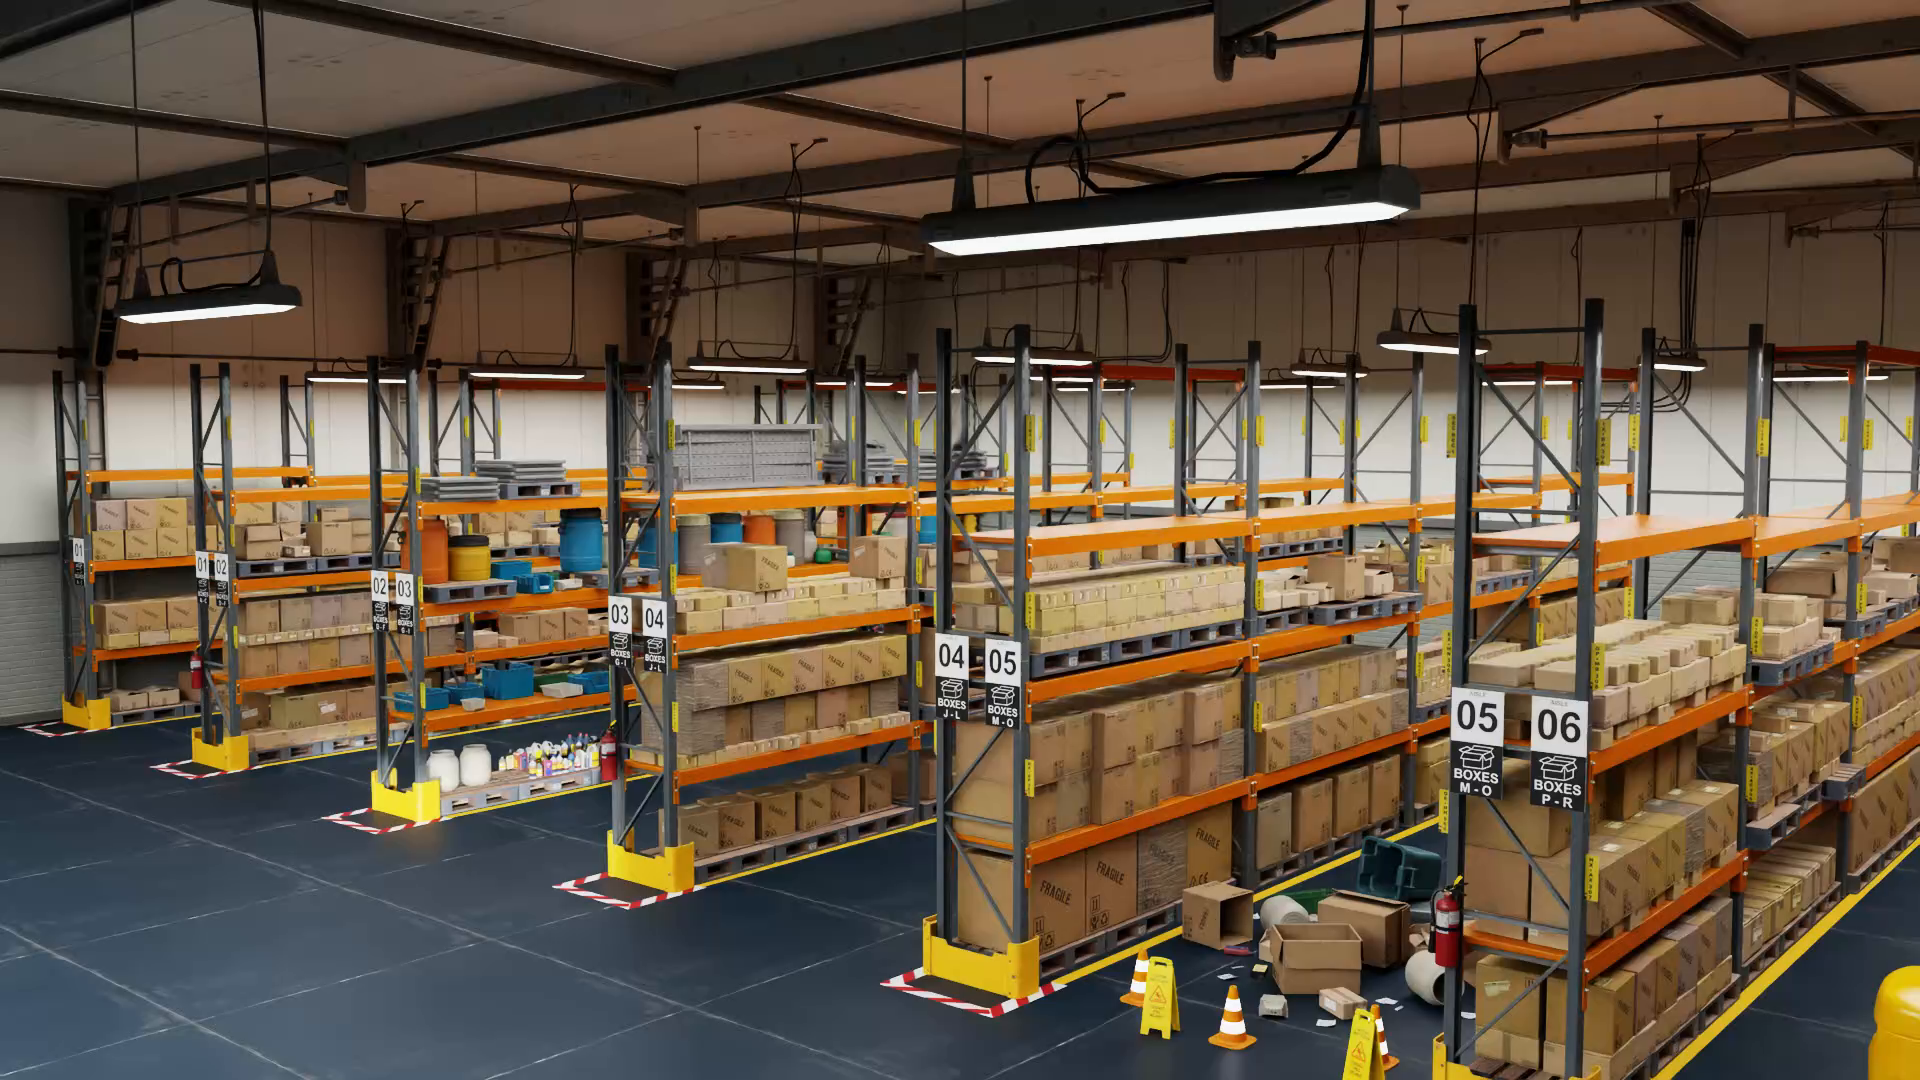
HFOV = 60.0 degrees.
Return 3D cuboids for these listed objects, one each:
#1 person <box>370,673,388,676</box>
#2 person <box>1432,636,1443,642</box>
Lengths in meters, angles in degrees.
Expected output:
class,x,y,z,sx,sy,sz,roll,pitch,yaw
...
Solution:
class,x,y,z,sx,sy,sz,roll,pitch,yaw
person,-9.936,2.321,28.446,0.507,1.620,0.728,3,5,33
person,7.763,2.395,26.913,0.690,1.688,0.646,4,6,43
